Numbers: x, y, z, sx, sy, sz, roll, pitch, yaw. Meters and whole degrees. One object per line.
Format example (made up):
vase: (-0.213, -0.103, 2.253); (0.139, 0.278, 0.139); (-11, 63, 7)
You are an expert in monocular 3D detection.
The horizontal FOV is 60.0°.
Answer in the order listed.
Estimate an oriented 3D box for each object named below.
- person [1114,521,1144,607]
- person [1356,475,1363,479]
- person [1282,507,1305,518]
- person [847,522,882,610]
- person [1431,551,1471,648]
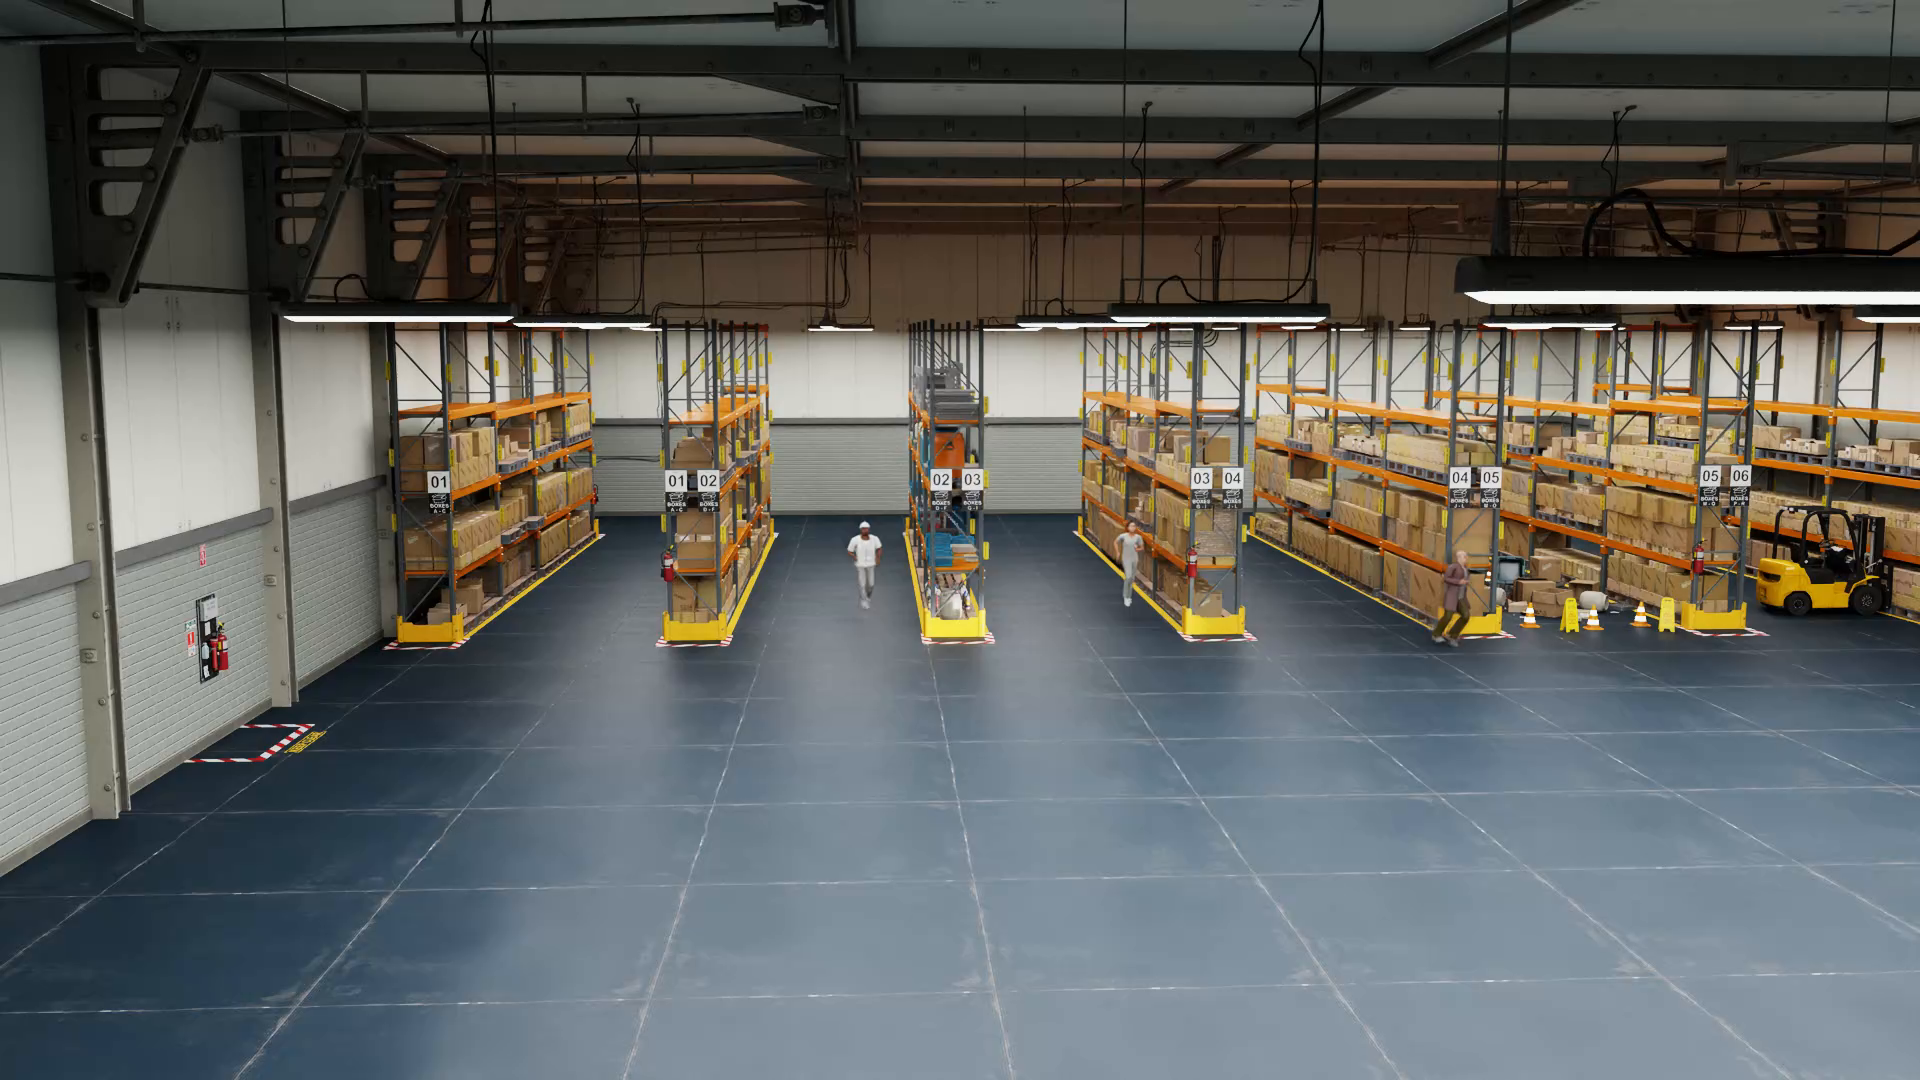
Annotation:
person: (3.442, 0.468, 33.621); (0.546, 1.730, 0.649); (-2, 7, -12)
person: (11.898, -1.145, 49.418); (0.538, 1.572, 0.555); (0, 7, -3)
person: (9.726, -1.191, 49.028); (0.857, 1.725, 0.759); (7, 10, 43)
person: (-1.859, 0.527, 32.902); (0.713, 1.769, 0.557); (-1, 7, -11)
person: (9.194, 1.090, 30.692); (0.712, 1.791, 0.735); (-4, 8, -26)
